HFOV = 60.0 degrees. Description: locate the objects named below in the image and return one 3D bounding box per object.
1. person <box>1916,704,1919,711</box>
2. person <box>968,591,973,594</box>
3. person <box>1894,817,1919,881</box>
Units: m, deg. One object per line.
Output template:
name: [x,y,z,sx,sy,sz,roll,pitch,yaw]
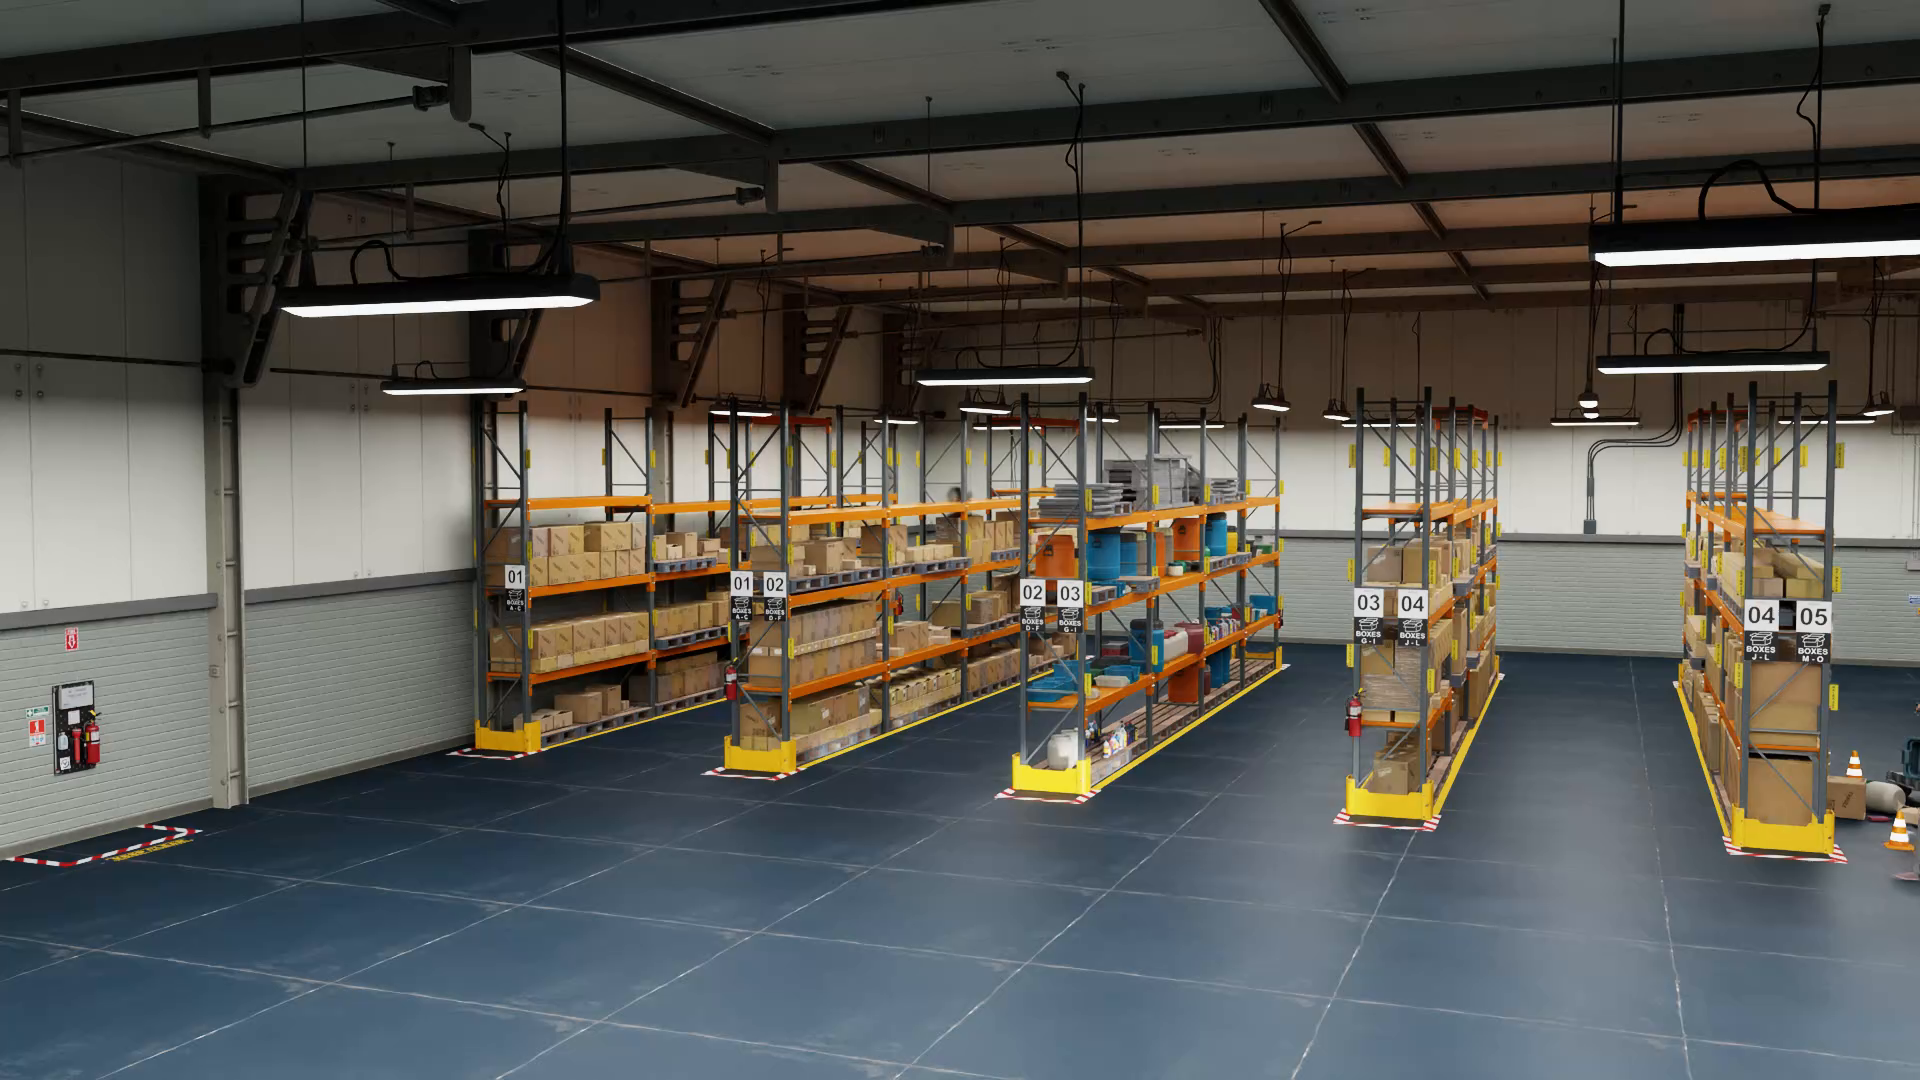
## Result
person: [16.171,2.816,27.569,0.530,1.679,0.758,0,3,10]
person: [0.337,2.135,41.930,0.499,1.670,0.560,-2,4,-41]
person: [11.583,3.232,19.591,0.927,1.623,0.424,0,3,-2]
